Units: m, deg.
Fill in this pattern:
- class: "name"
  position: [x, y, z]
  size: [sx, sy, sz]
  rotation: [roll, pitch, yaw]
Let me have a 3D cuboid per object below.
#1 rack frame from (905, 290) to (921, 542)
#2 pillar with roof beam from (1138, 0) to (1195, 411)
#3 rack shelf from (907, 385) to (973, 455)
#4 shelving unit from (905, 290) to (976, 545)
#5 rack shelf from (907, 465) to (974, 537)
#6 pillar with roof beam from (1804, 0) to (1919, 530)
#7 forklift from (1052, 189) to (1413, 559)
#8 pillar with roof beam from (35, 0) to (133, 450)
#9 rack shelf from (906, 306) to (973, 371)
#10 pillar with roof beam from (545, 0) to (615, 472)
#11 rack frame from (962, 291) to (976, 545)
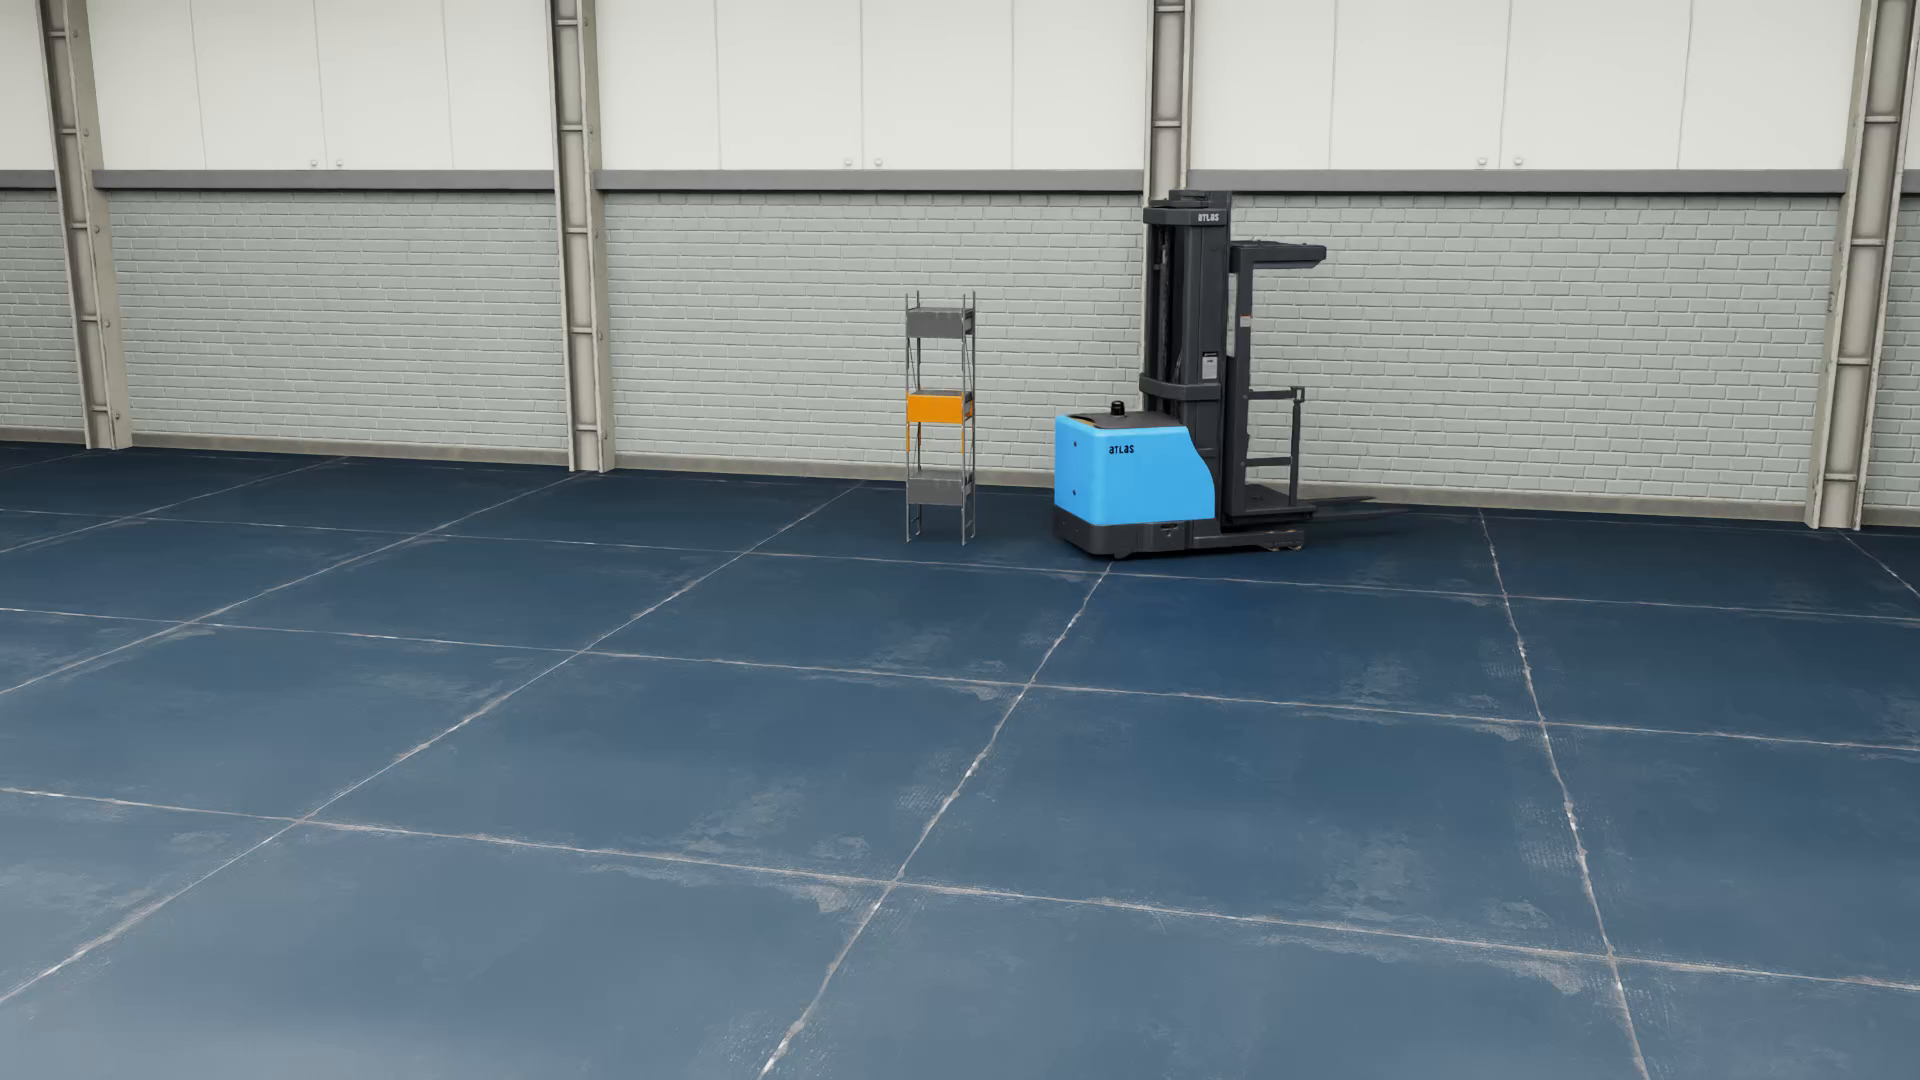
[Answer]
- class: "rack frame"
  position: [-0.398, -1.046, 14.102]
  size: [0.015, 2.100, 0.400]
  rotation: [3, 13, 14]
- class: "pillar with roof beam"
  position: [0.904, -3.927, 11.156]
  size: [0.400, 9.000, 9.100]
  rotation: [3, 13, 14]
- class: "rack shelf"
  position: [-0.161, -1.020, 14.048]
  size: [0.480, 0.518, 0.431]
  rotation: [3, 13, 14]
- class: "shelving unit"
  position: [-0.161, -1.034, 14.045]
  size: [0.503, 2.100, 0.431]
  rotation: [3, 13, 14]
- class: "rack shelf"
  position: [-0.161, -0.337, 14.200]
  size: [0.480, 0.518, 0.431]
  rotation: [3, 13, 14]
- class: "pillar with roof beam"
  position: [6.729, -3.615, 9.753]
  size: [0.400, 9.000, 9.100]
  rotation: [3, 13, 14]
- class: "forklift"
  position: [2.366, -1.441, 13.960]
  size: [3.031, 2.935, 1.130]
  rotation: [-4, 13, -17]
- class: "pillar with roof beam"
  position: [-10.747, -4.549, 13.963]
  size: [0.400, 9.000, 9.100]
  rotation: [3, 13, 14]
- class: "rack shelf"
  position: [-0.161, -1.704, 13.896]
  size: [0.480, 0.518, 0.431]
  rotation: [3, 13, 14]
- class: "pillar with roof beam"
  position: [-4.922, -4.238, 12.559]
  size: [0.400, 9.000, 9.100]
  rotation: [3, 13, 14]
- class: "rack frame"
  position: [0.076, -1.021, 13.988]
  size: [0.015, 2.100, 0.400]
  rotation: [3, 13, 14]
